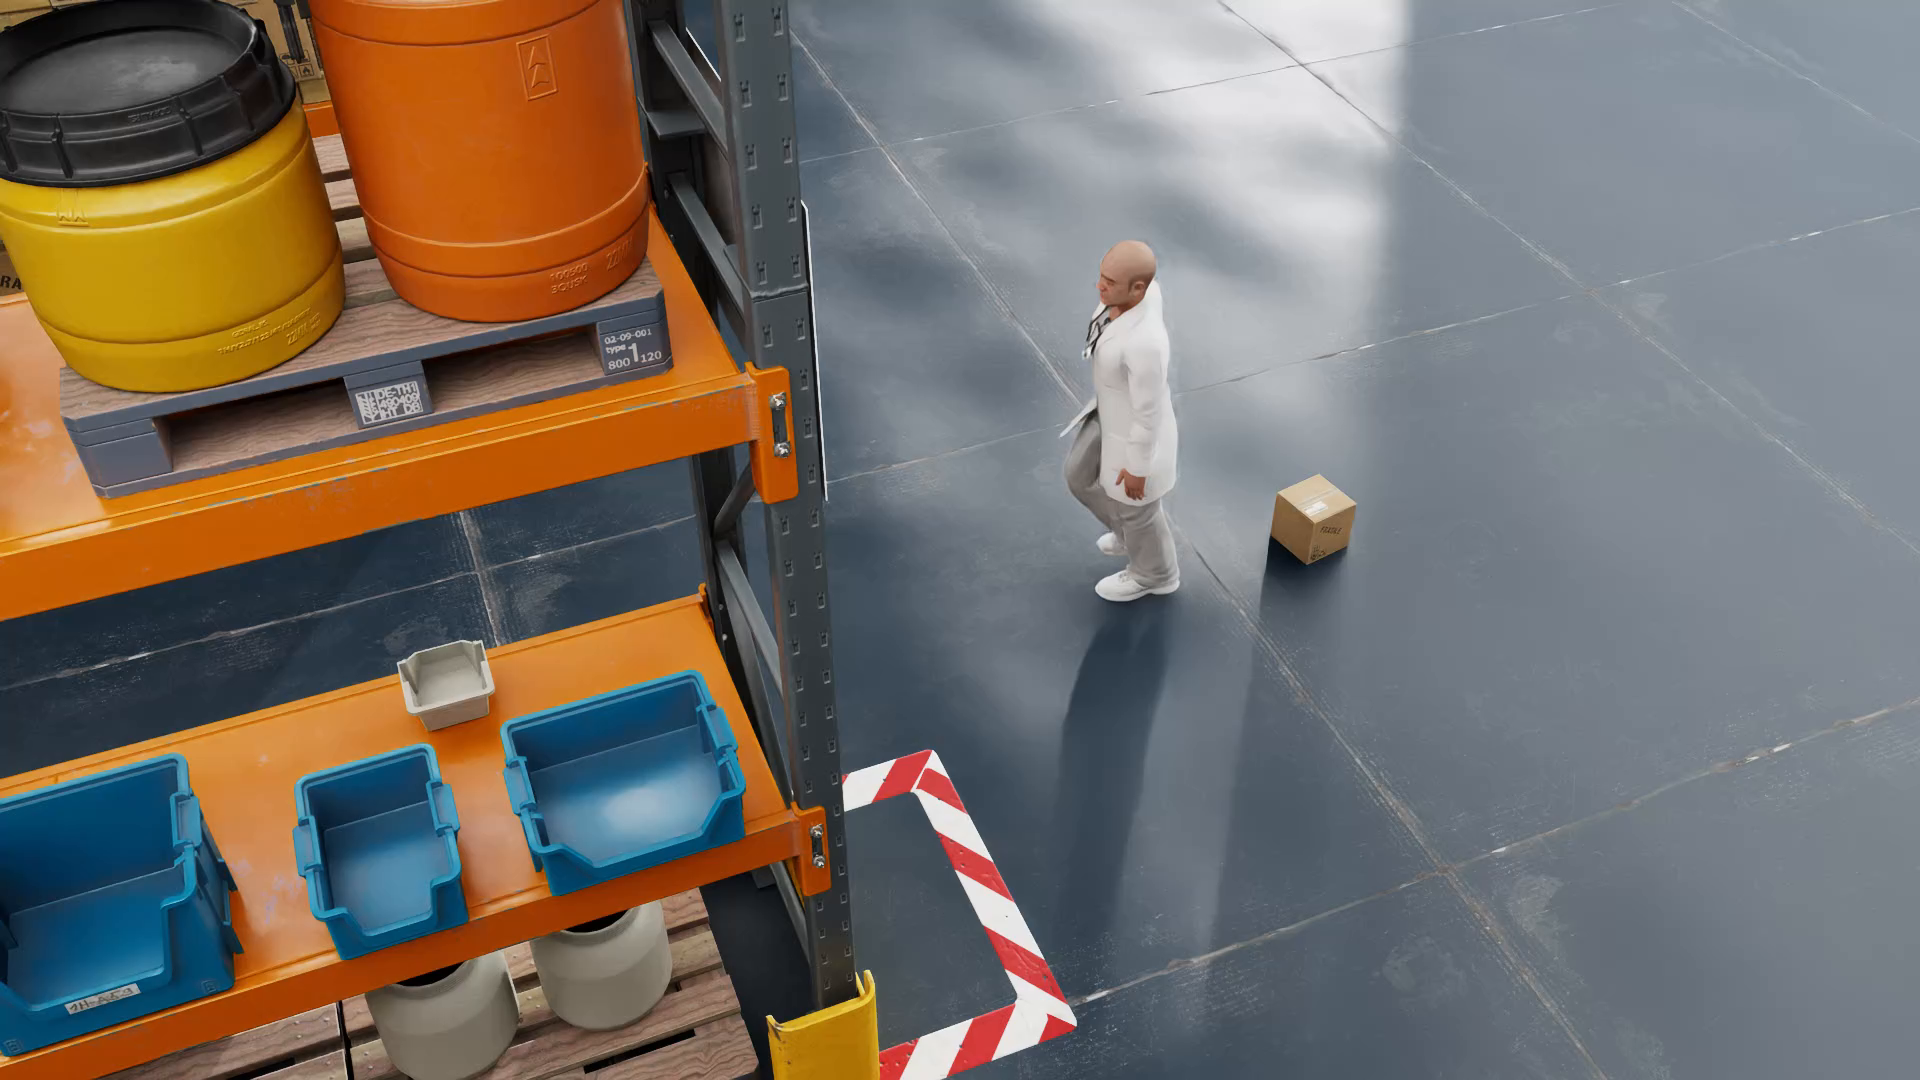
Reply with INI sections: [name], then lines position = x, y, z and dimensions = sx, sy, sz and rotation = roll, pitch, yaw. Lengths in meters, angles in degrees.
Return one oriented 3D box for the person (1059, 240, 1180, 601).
[person]
position = 0.689, -0.441, 6.644
dimensions = 0.534, 1.764, 0.610
rotation = -5, 41, -6
